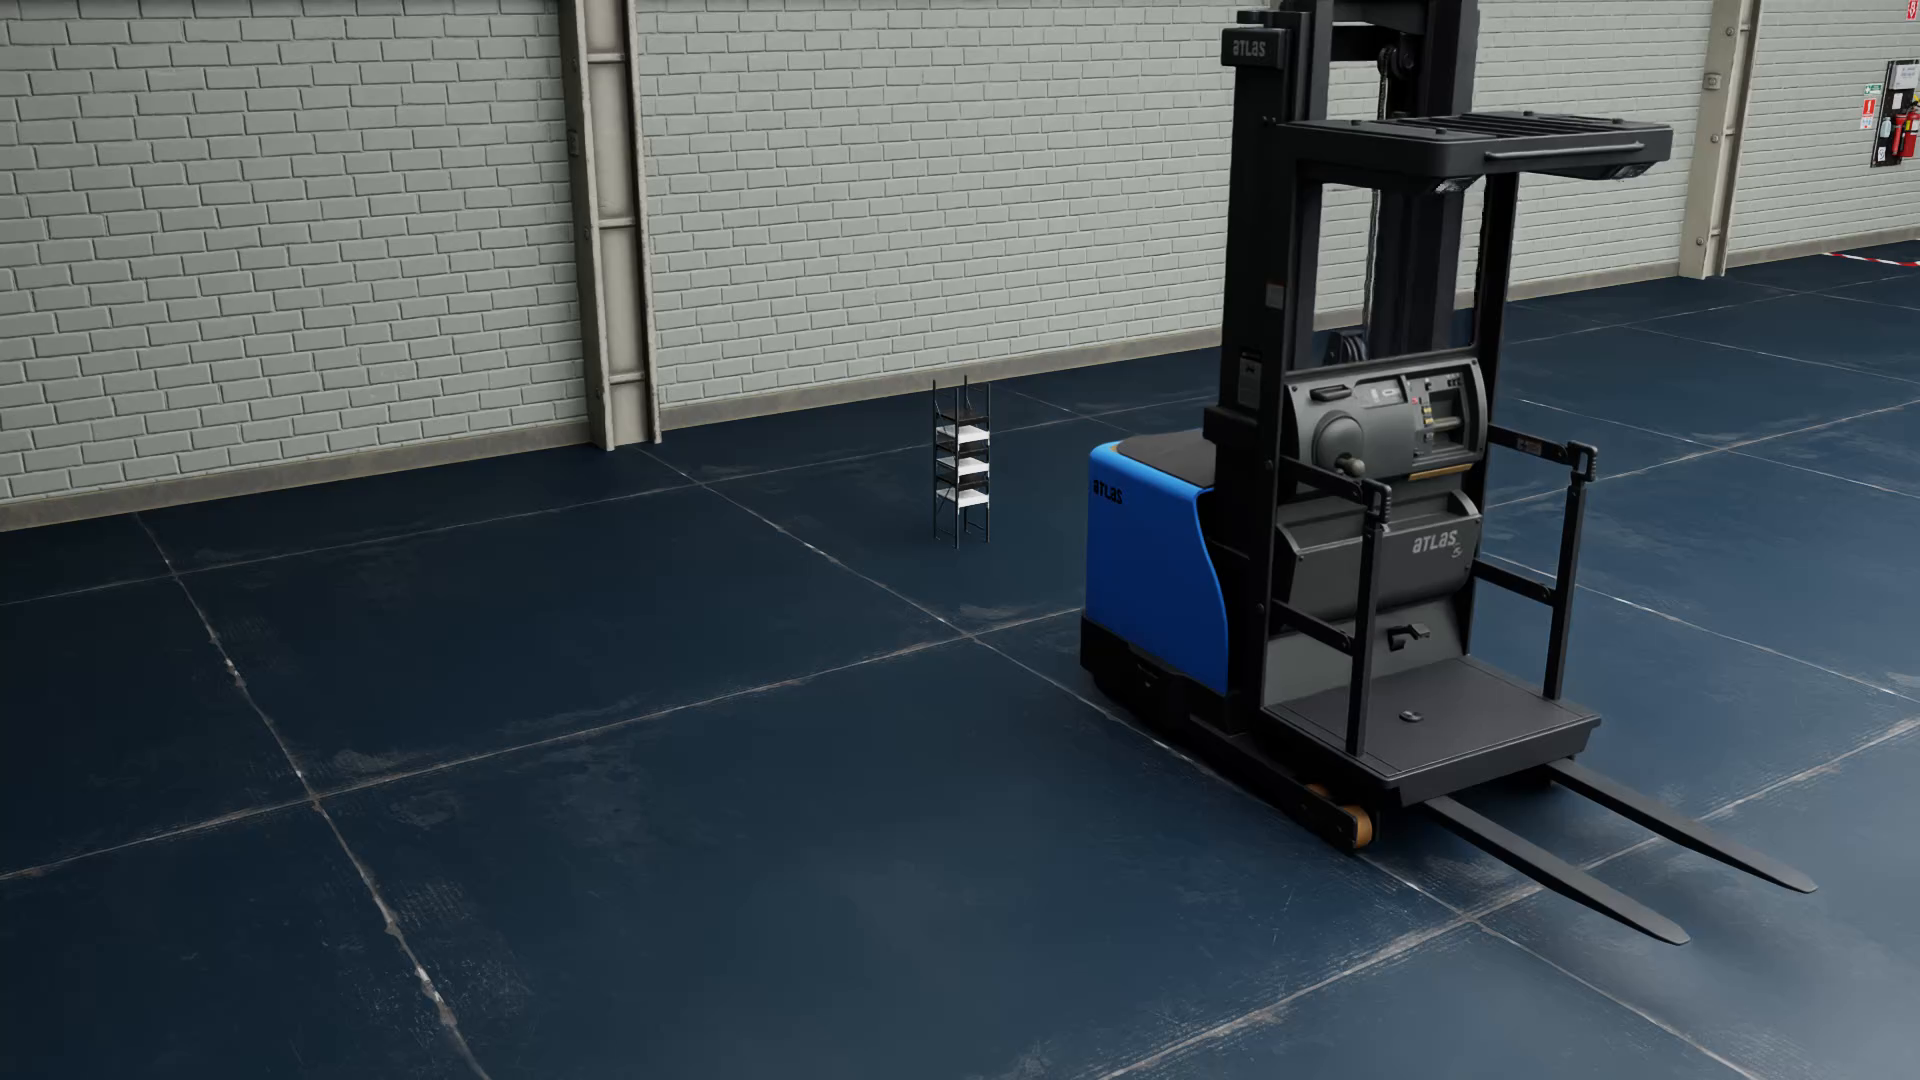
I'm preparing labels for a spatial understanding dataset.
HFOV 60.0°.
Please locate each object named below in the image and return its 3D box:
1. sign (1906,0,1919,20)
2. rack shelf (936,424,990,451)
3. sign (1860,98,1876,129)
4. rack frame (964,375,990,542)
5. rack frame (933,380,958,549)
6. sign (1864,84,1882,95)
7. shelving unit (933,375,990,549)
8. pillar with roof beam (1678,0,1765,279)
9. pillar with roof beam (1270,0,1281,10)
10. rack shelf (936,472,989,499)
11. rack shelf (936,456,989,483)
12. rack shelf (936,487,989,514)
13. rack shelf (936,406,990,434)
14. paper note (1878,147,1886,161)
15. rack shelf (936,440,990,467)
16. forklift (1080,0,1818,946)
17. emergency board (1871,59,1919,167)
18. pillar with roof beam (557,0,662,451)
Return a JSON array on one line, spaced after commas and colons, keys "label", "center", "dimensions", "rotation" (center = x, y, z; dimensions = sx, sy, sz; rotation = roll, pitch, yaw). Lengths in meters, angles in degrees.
[{"label": "sign", "center": [10.633, -5.953, 18.551], "dimensions": [0.199, 0.298, 0.001], "rotation": [-12, 22, -31]}, {"label": "rack shelf", "center": [0.007, -0.567, 9.058], "dimensions": [0.200, 0.077, 0.258], "rotation": [-12, 22, -31]}, {"label": "sign", "center": [10.176, -4.777, 18.635], "dimensions": [0.234, 0.329, 0.001], "rotation": [-12, 22, -31]}, {"label": "rack frame", "center": [0.092, -0.446, 9.158], "dimensions": [0.006, 0.900, 0.240], "rotation": [-12, 22, -31]}, {"label": "rack frame", "center": [-0.078, -0.410, 9.052], "dimensions": [0.006, 0.900, 0.240], "rotation": [-12, 22, -31]}, {"label": "sign", "center": [10.185, -5.026, 18.546], "dimensions": [0.331, 0.109, 0.001], "rotation": [-12, 22, -31]}, {"label": "shelving unit", "center": [0.007, -0.428, 9.105], "dimensions": [0.210, 0.900, 0.258], "rotation": [-12, 22, -31]}, {"label": "pillar with roof beam", "center": [10.136, -5.888, 12.612], "dimensions": [0.400, 9.000, 9.100], "rotation": [-12, 22, -31]}, {"label": "pillar with roof beam", "center": [5.125, -4.832, 9.486], "dimensions": [0.400, 9.000, 9.100], "rotation": [-12, 22, -31]}, {"label": "rack shelf", "center": [0.007, -0.311, 9.144], "dimensions": [0.200, 0.077, 0.258], "rotation": [-12, 22, -31]}, {"label": "rack shelf", "center": [0.007, -0.396, 9.116], "dimensions": [0.200, 0.077, 0.258], "rotation": [-12, 22, -31]}, {"label": "rack shelf", "center": [0.007, -0.226, 9.173], "dimensions": [0.200, 0.077, 0.258], "rotation": [-12, 22, -31]}, {"label": "rack shelf", "center": [0.007, -0.652, 9.029], "dimensions": [0.200, 0.077, 0.258], "rotation": [-12, 22, -31]}, {"label": "paper note", "center": [10.509, -4.400, 18.951], "dimensions": [0.142, 0.148, 0.016], "rotation": [-12, 22, -31]}, {"label": "rack shelf", "center": [0.007, -0.481, 9.087], "dimensions": [0.200, 0.077, 0.258], "rotation": [-12, 22, -31]}, {"label": "forklift", "center": [1.695, -0.443, 5.977], "dimensions": [1.130, 2.935, 3.031], "rotation": [-10, 21, -28]}, {"label": "emergency board", "center": [10.695, -4.830, 18.847], "dimensions": [0.643, 1.169, 0.194], "rotation": [-12, 22, -31]}, {"label": "pillar with roof beam", "center": [0.114, -3.775, 6.360], "dimensions": [0.400, 9.000, 9.100], "rotation": [-12, 22, -31]}]
